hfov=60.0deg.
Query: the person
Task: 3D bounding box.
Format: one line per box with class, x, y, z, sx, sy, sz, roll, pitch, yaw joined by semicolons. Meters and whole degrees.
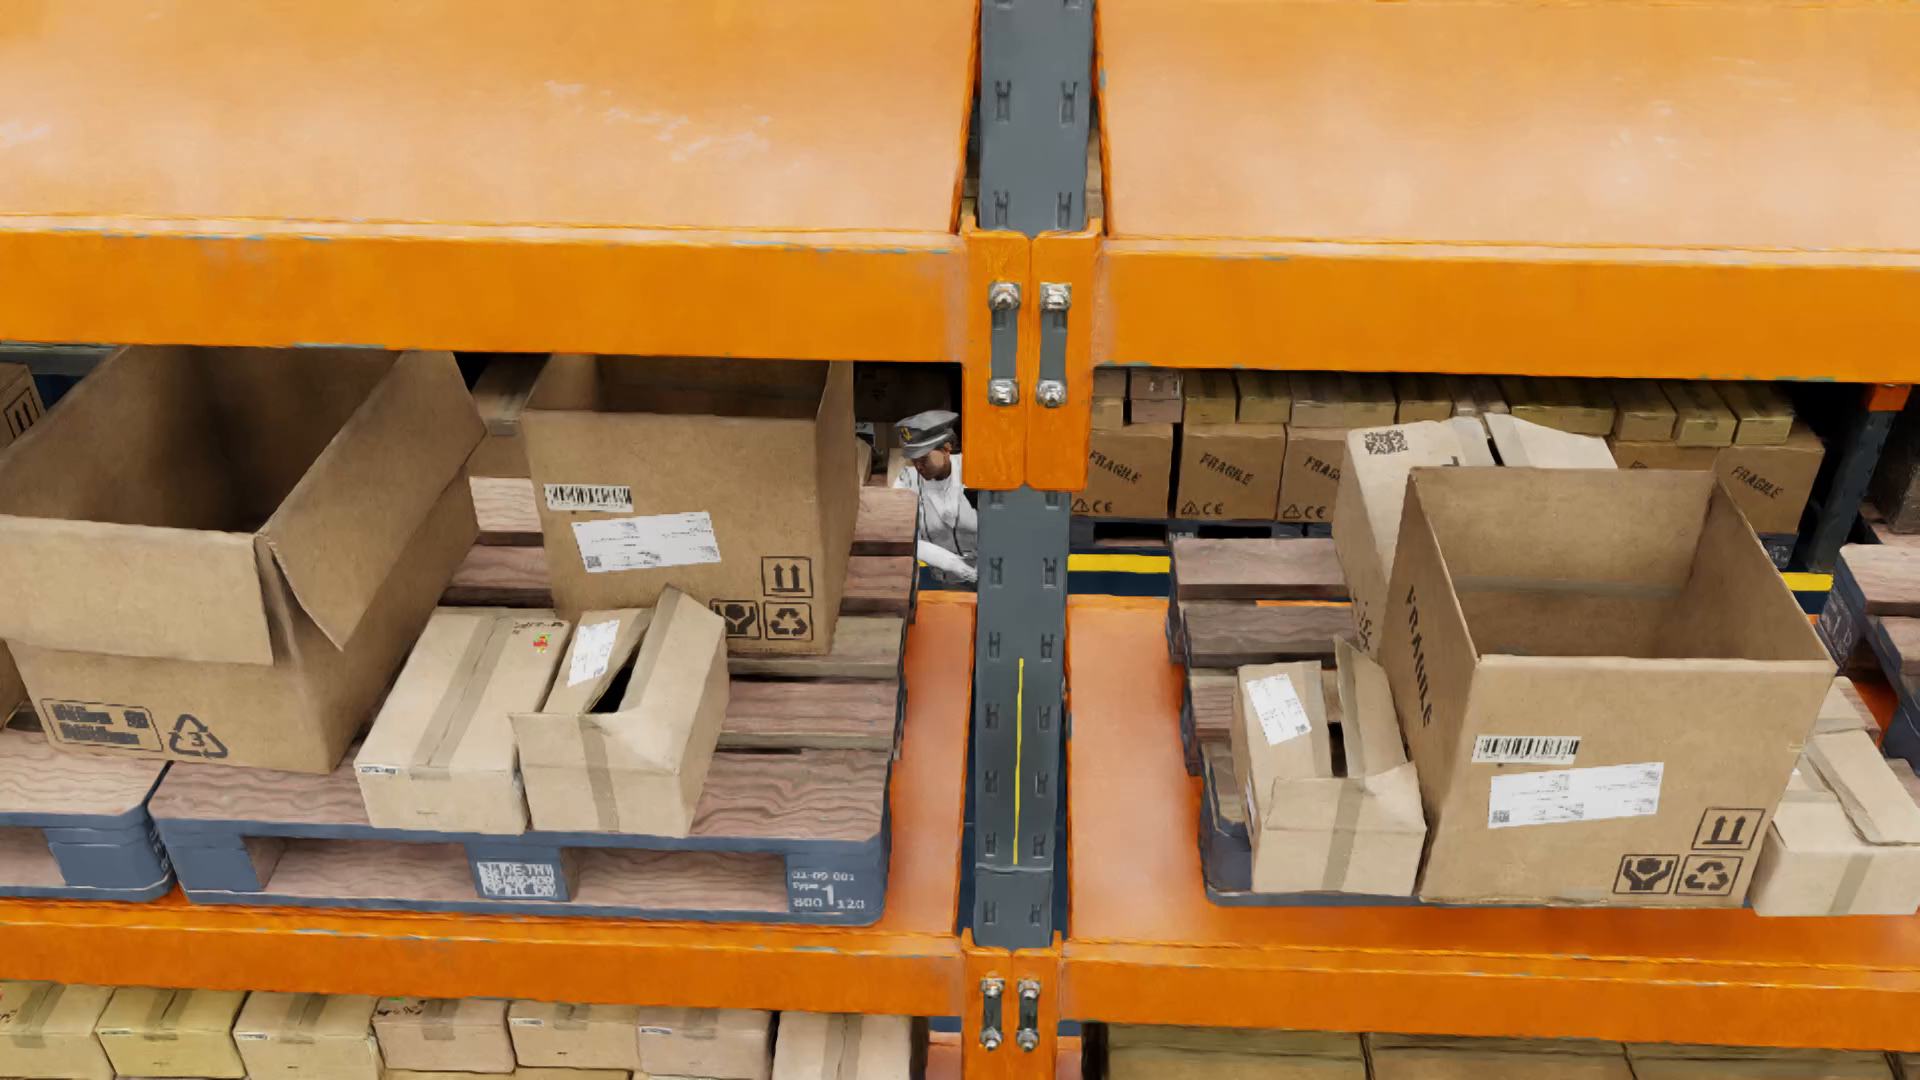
person;0.154;0.130;7.013;0.850;1.558;0.312;0;36;1
